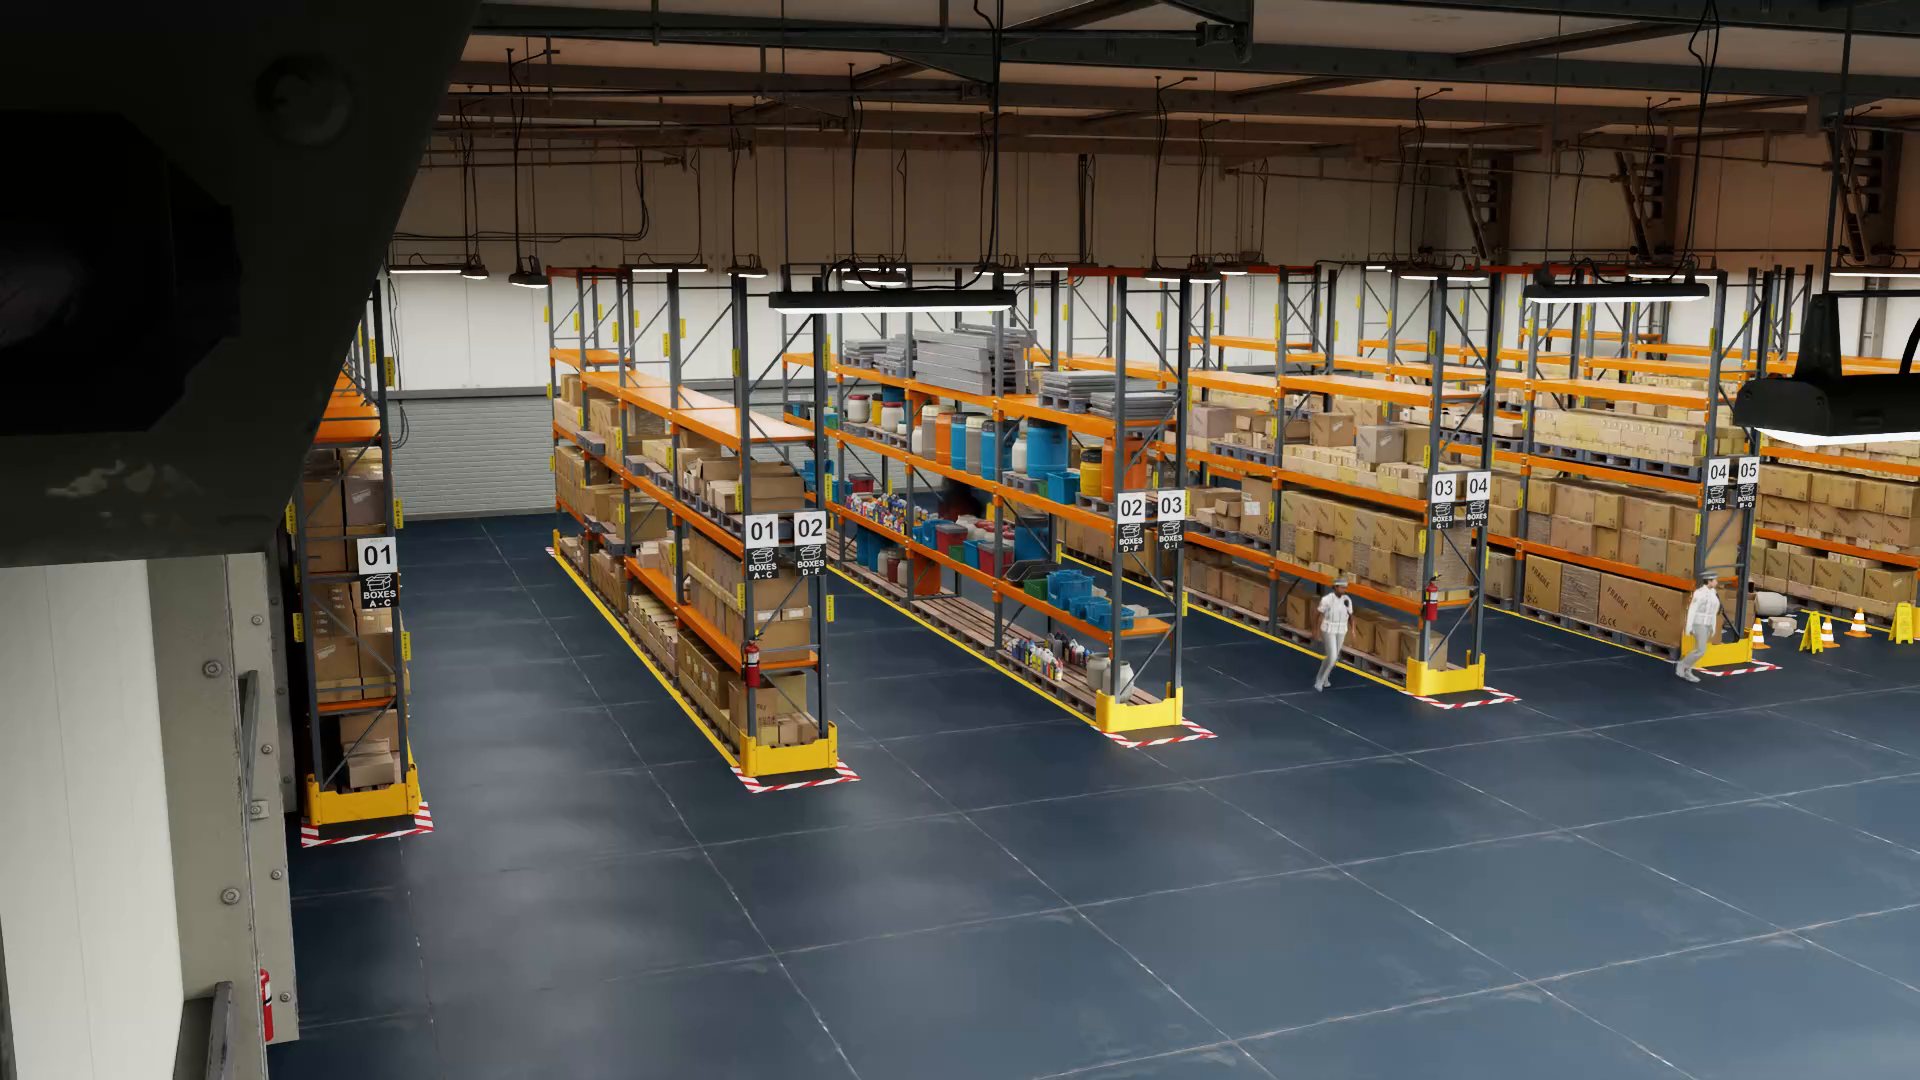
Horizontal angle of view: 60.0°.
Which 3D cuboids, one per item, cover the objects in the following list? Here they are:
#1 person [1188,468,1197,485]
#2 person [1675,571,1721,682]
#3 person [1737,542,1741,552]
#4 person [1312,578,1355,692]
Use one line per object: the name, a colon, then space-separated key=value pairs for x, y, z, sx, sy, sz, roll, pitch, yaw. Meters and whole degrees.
person: x=5.738 y=-1.640 z=41.462 sx=0.693 sy=1.683 sz=0.696 roll=-6 pitch=11 yaw=-29
person: x=10.911 y=1.278 z=24.575 sx=0.630 sy=1.685 sz=0.471 roll=-8 pitch=13 yaw=-39
person: x=15.767 y=-0.287 z=33.745 sx=0.687 sy=1.589 sz=0.839 roll=-8 pitch=13 yaw=-38
person: x=5.393 y=1.348 z=24.011 sx=0.576 sy=1.652 sz=0.683 roll=-3 pitch=10 yaw=-16
